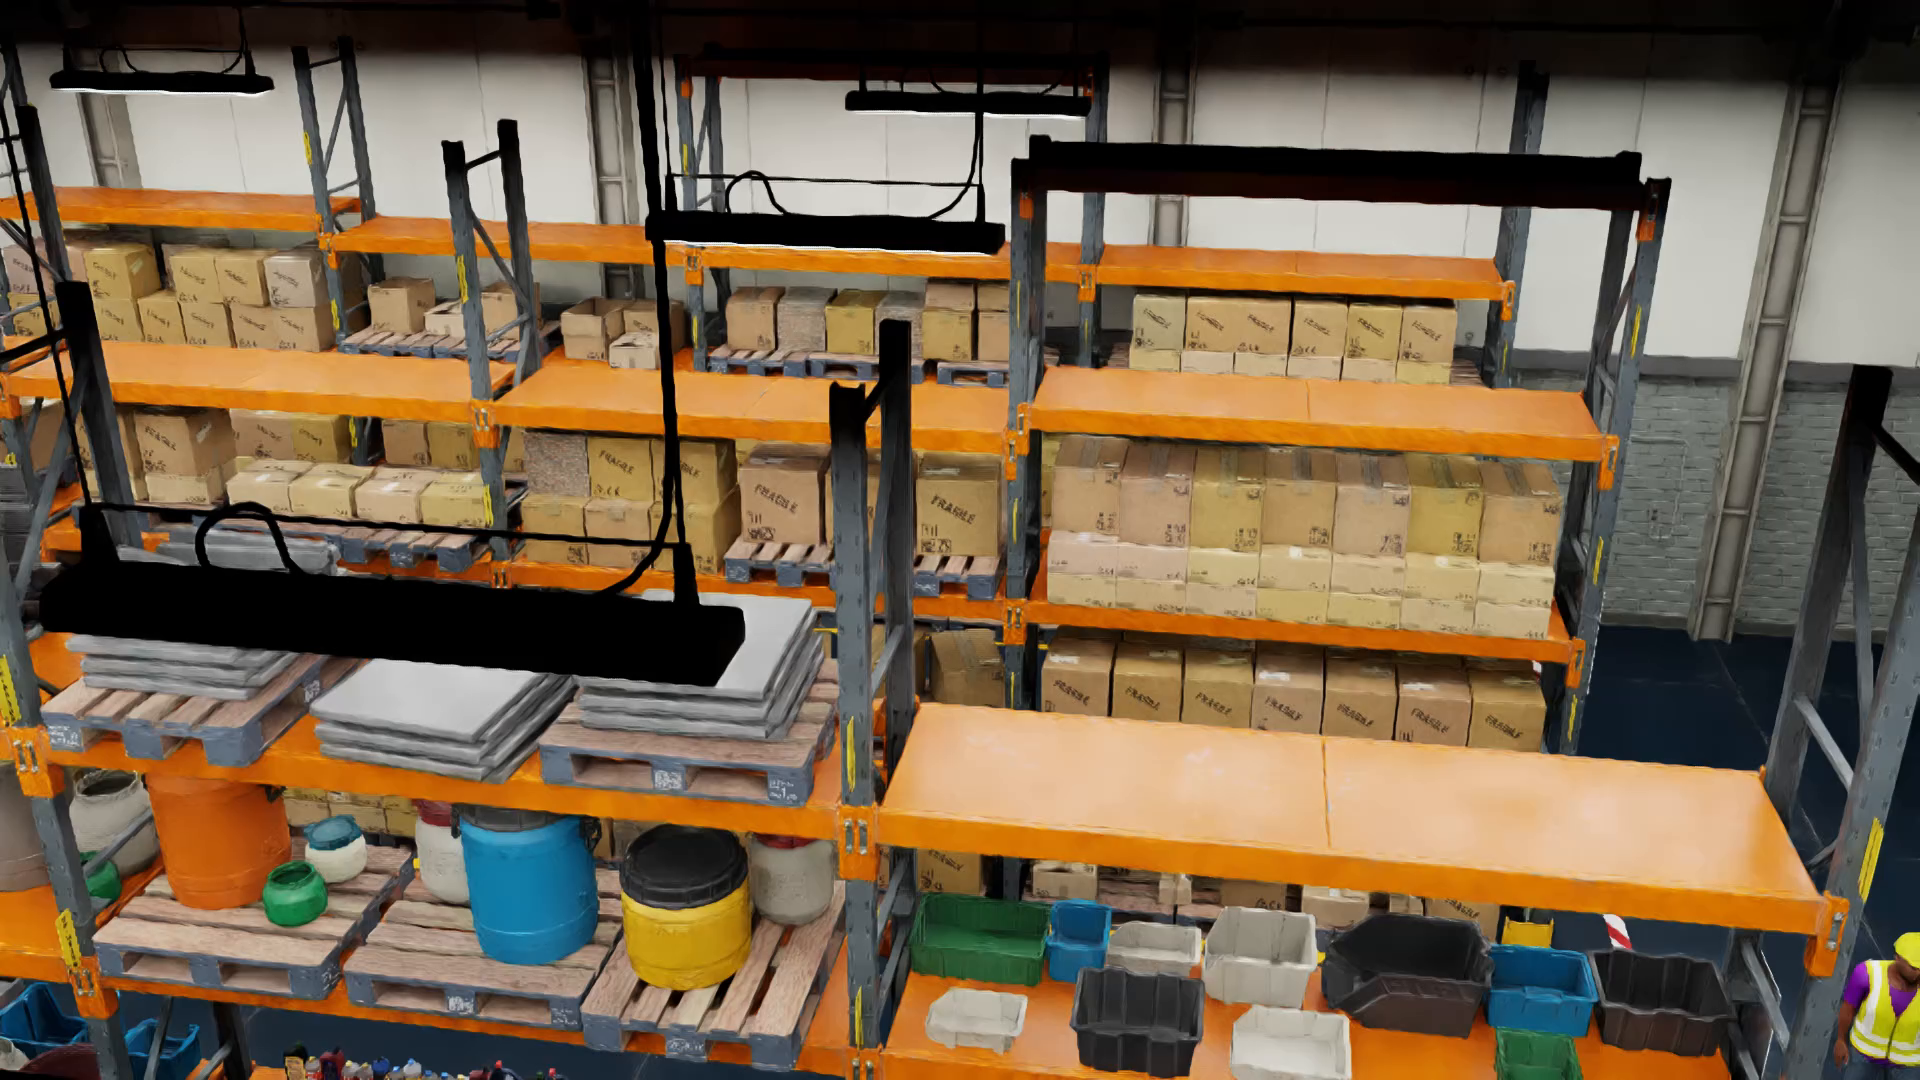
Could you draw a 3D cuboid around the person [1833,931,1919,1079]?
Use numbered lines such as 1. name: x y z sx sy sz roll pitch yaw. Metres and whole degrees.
1. person: 5.850 3.226 10.469 0.644 1.767 0.432 13 26 28
